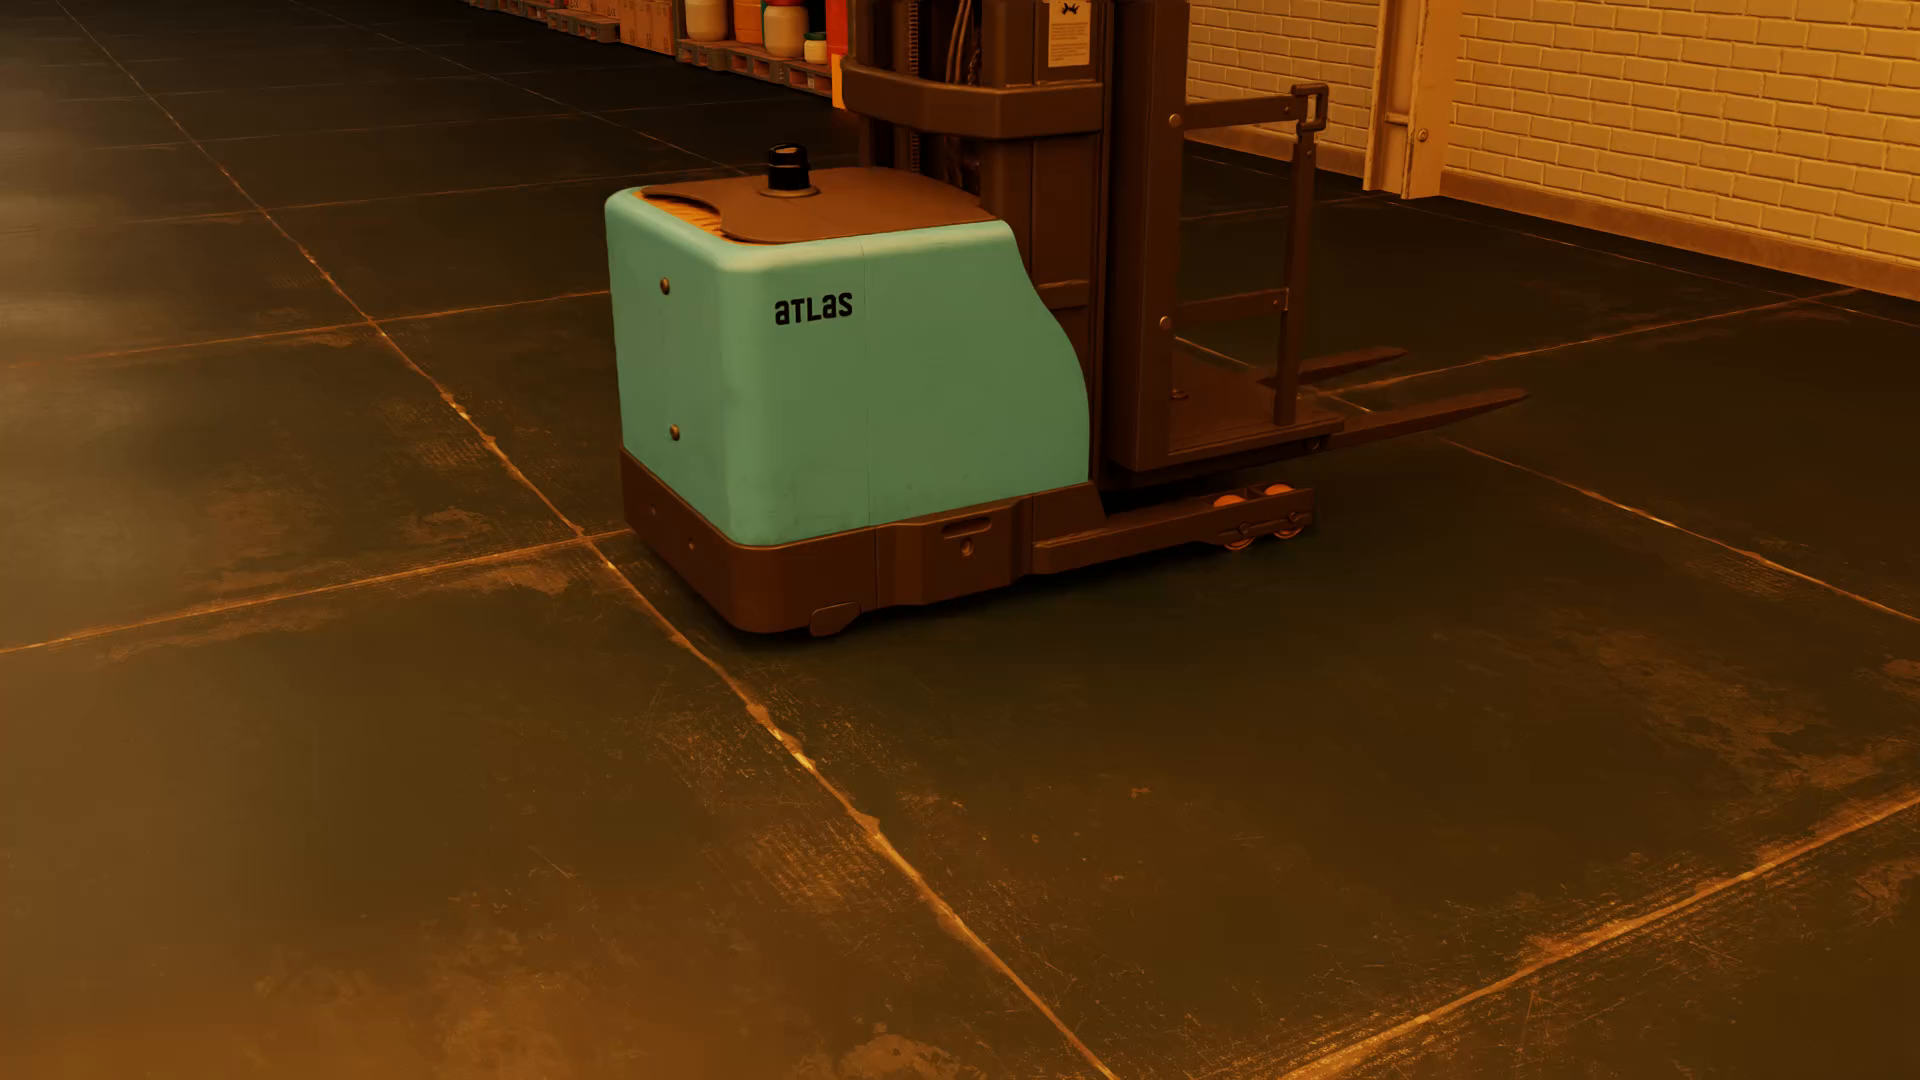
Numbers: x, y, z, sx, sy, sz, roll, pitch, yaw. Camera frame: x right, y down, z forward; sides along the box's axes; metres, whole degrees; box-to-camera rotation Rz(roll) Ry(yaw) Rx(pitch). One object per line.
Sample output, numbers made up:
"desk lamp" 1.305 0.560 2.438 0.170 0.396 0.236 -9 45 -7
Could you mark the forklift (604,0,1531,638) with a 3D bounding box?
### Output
"forklift" 0.507 -1.486 4.895 3.031 2.935 1.130 -12 25 -27
